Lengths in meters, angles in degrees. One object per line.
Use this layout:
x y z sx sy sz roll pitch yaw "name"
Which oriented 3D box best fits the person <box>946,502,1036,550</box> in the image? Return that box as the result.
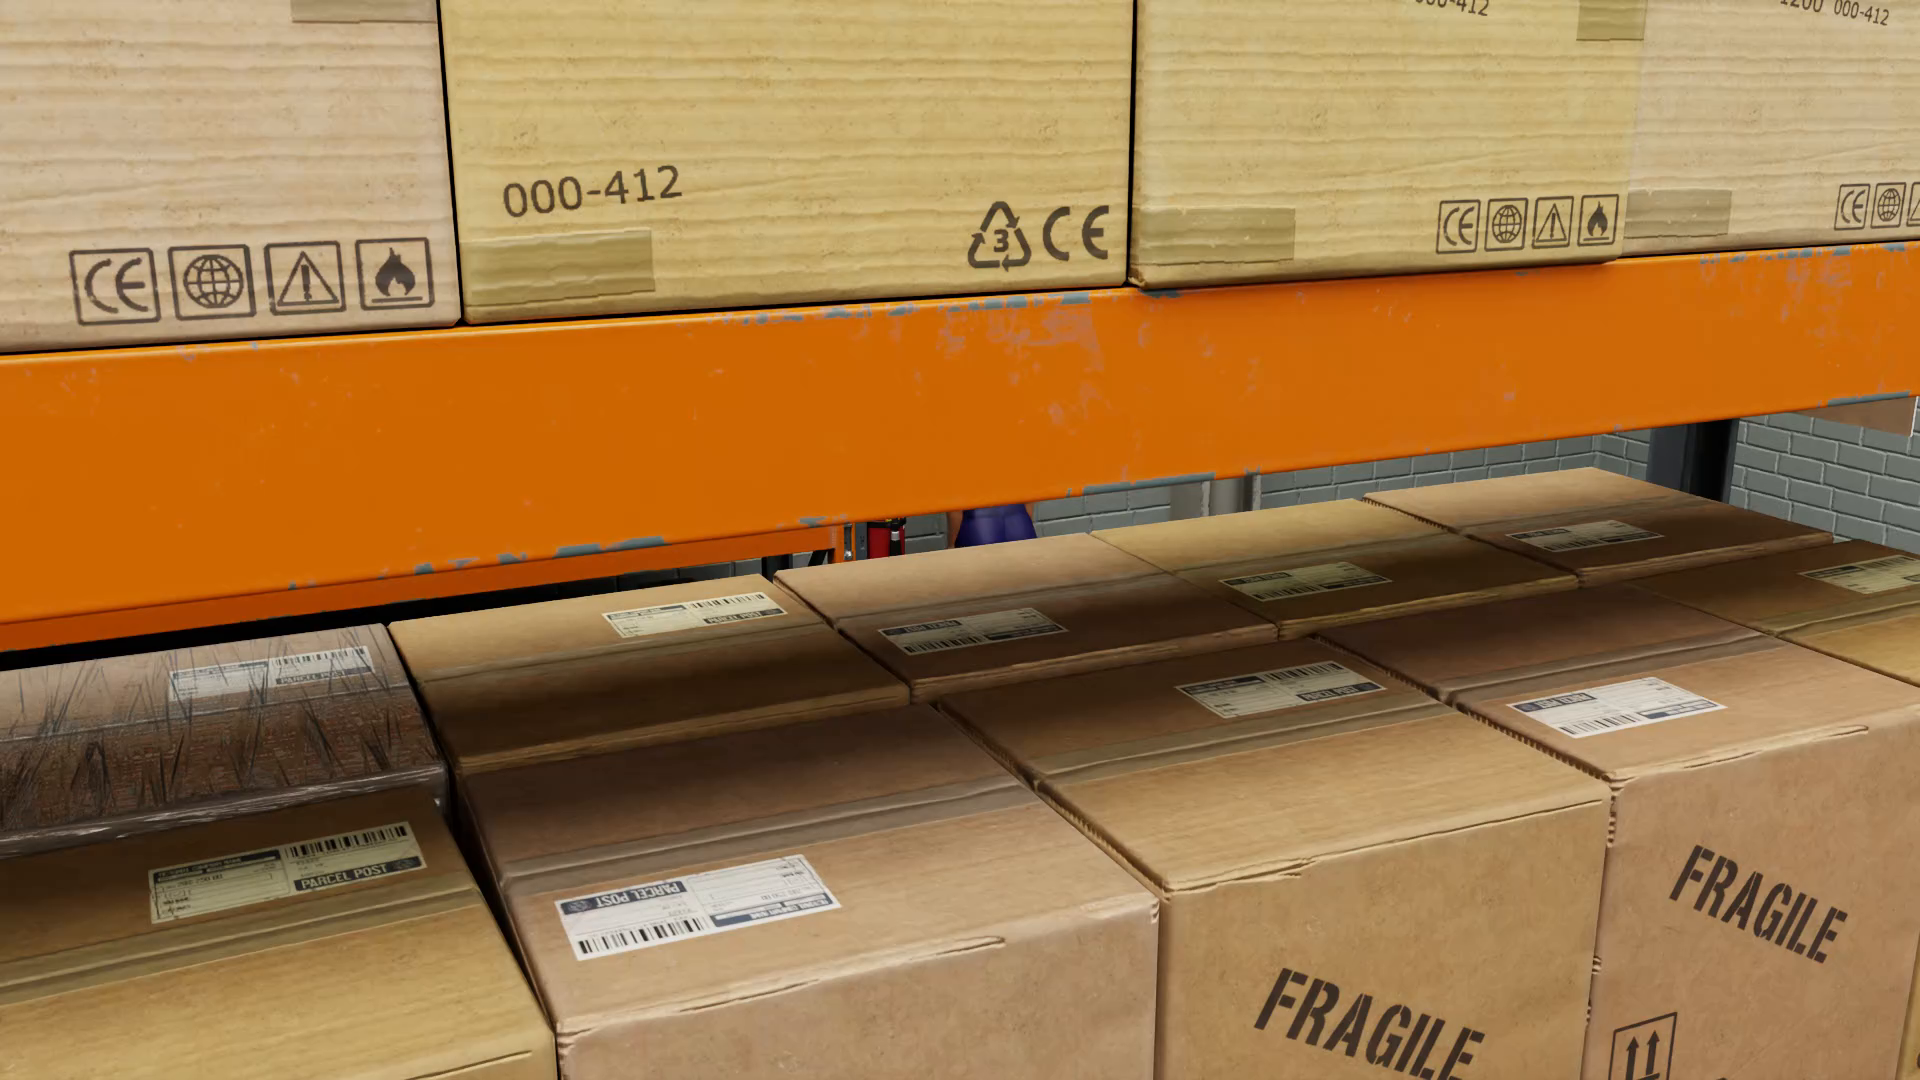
0.136 0.010 8.027 0.467 1.643 0.343 -8 17 -26 "person"
